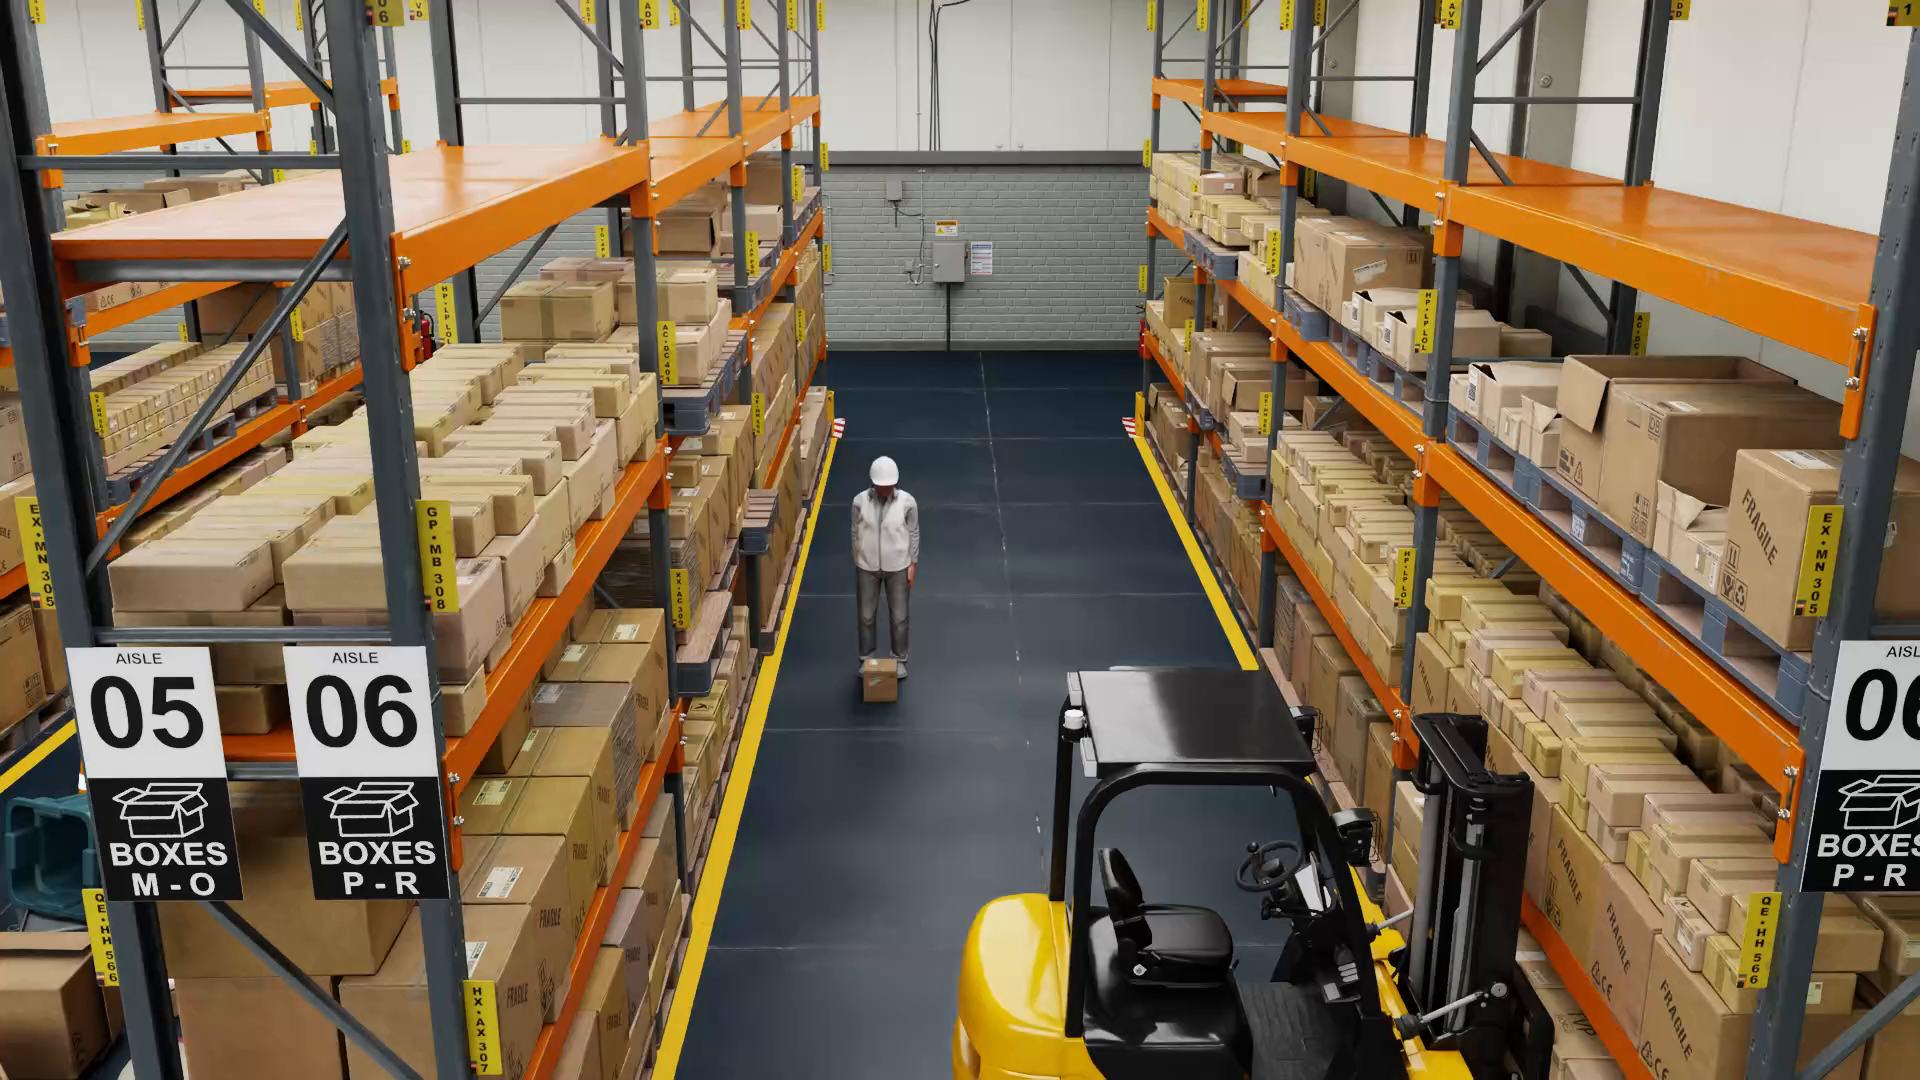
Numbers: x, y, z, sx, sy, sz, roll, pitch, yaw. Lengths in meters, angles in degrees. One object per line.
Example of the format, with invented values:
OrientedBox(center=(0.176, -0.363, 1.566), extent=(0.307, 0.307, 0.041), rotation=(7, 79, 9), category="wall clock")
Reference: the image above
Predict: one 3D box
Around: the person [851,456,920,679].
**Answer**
OrientedBox(center=(-0.575, 0.203, 12.860), extent=(0.535, 1.763, 0.363), rotation=(1, 17, 2), category="person")
